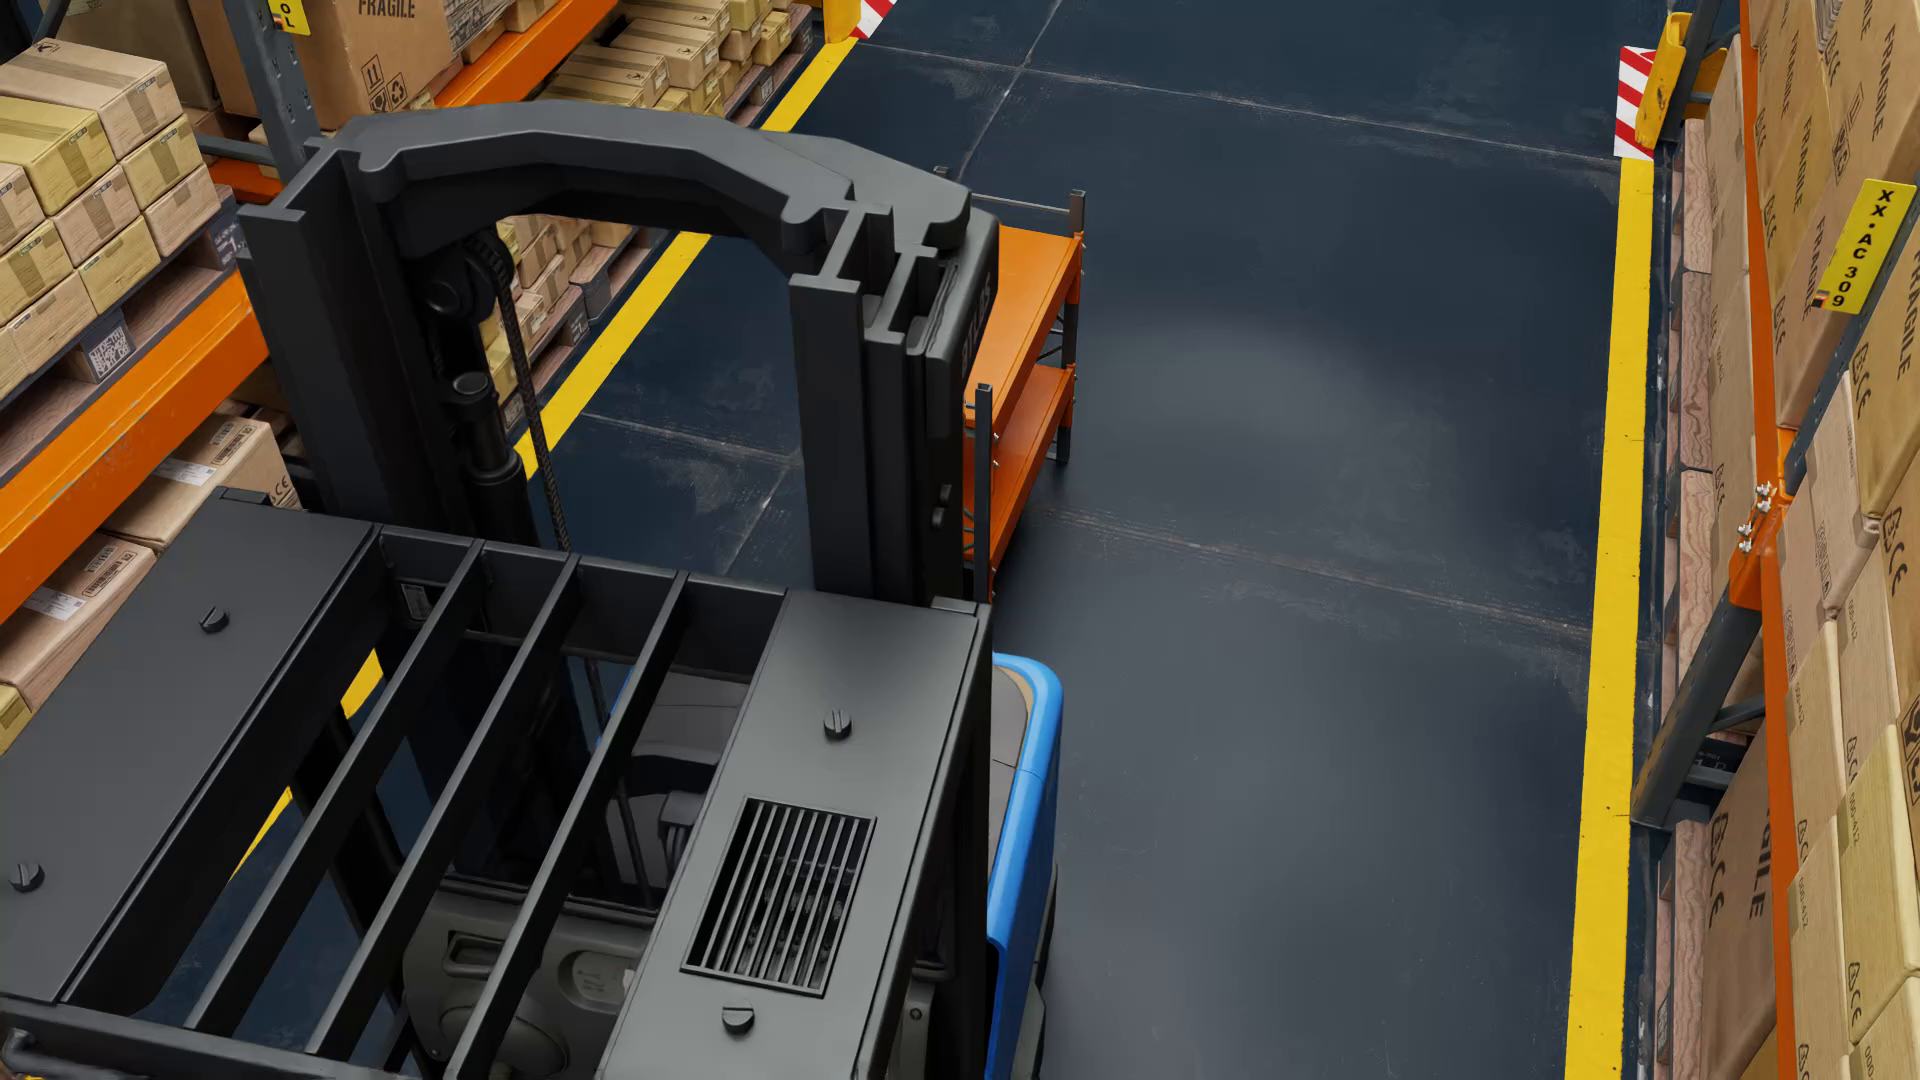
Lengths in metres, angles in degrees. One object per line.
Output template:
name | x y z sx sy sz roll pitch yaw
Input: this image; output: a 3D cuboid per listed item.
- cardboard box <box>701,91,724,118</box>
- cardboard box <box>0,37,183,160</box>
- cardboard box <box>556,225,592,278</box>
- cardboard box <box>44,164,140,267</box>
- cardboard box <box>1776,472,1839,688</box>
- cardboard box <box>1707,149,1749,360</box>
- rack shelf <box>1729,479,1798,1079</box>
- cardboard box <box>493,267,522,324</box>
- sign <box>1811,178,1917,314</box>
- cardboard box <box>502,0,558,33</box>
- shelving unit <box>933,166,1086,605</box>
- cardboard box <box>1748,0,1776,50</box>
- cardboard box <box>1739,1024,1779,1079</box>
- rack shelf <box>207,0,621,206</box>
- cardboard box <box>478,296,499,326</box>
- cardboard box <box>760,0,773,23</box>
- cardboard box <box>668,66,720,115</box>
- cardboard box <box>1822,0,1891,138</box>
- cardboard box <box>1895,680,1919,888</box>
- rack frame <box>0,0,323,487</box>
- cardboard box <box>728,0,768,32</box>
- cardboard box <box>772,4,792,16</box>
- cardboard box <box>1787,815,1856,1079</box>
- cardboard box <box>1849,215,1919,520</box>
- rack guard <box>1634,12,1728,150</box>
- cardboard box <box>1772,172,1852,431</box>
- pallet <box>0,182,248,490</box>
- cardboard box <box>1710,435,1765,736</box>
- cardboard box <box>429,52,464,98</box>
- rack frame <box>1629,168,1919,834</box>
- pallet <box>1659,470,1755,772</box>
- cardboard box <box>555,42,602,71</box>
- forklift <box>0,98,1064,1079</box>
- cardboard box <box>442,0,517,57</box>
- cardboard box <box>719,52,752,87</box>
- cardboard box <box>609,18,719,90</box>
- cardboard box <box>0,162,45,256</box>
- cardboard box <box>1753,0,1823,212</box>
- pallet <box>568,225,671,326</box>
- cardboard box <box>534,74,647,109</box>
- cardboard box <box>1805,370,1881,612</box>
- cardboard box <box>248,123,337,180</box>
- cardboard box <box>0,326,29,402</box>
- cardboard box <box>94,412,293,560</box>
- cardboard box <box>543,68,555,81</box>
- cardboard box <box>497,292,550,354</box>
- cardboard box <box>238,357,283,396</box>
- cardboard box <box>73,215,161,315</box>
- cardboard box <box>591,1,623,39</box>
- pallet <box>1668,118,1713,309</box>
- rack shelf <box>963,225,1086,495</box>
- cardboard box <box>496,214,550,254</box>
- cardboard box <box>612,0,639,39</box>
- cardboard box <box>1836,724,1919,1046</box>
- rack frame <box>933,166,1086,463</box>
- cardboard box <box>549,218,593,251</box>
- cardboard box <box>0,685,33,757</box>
cardboard box | -1.255 -1.854 7.238 0.380 0.149 0.250 11 45 11
cardboard box | -2.218 -1.117 4.201 0.380 0.149 0.250 15 46 14
cardboard box | -1.682 -1.179 6.549 0.380 0.149 0.250 11 45 11
cardboard box | -2.294 -0.837 4.127 0.380 0.149 0.250 13 46 13
cardboard box | 2.081 0.119 3.591 0.500 0.250 0.500 12 46 12
cardboard box | 3.303 -1.000 6.159 0.875 0.438 0.875 14 46 14
rack shelf | 1.860 1.418 2.670 1.077 0.370 4.000 13 46 13
cardboard box | -1.837 -0.922 6.073 0.380 0.149 0.250 12 46 12
sign | 1.936 -0.626 3.570 0.100 0.325 0.005 13 46 13
cardboard box | -1.620 -1.894 5.720 0.380 0.149 0.250 13 46 13
shelving unit | 0.002 -0.407 5.361 0.538 1.125 1.048 13 46 13
cardboard box | 2.960 -1.936 5.513 0.500 0.500 0.500 12 46 12
cardboard box | 2.088 1.471 3.321 0.875 0.875 0.875 14 46 14
rack shelf | -1.677 -2.229 6.398 1.077 0.370 4.000 13 46 13
cardboard box | -1.841 -0.854 5.790 0.380 0.149 0.250 15 46 14
cardboard box | -1.090 -2.482 7.667 0.380 0.149 0.250 12 46 12
cardboard box | -1.259 -1.950 7.123 0.380 0.149 0.250 13 46 13
cardboard box | 2.507 -1.275 4.121 0.500 0.500 0.500 12 46 12
cardboard box | 1.776 0.346 2.465 0.500 0.500 0.500 11 46 12
rack frame | -2.283 -1.153 4.784 1.000 3.000 0.127 13 46 13
cardboard box | -1.078 -2.402 7.372 0.380 0.149 0.250 12 46 12
cardboard box | -1.032 -2.555 7.955 0.380 0.149 0.250 13 46 13
cardboard box | 1.755 0.802 2.892 0.500 0.250 0.500 12 46 12
cardboard box | 2.058 -0.333 3.159 0.500 0.500 0.500 13 46 13
rack guard | 3.684 -1.961 7.396 1.175 0.500 0.348 13 46 13
cardboard box | 2.362 -0.571 4.117 0.500 0.500 0.500 13 46 13
pallet | -2.653 -0.606 4.362 1.003 0.211 1.213 13 46 13
cardboard box | 2.758 0.198 4.935 0.875 0.438 0.875 12 46 12
cardboard box | -1.847 -1.560 5.379 0.380 0.149 0.250 11 45 11
rack frame | 2.466 -0.172 3.781 1.000 3.000 0.127 13 46 13
pallet | 2.770 0.334 5.257 1.003 0.211 1.213 13 46 13
cardboard box | -1.772 -2.064 7.240 0.380 0.149 0.250 11 45 11
forklift | -0.550 0.947 2.687 1.130 2.935 3.031 8 45 9
cardboard box | -1.750 -1.903 5.266 0.500 0.500 0.500 13 46 12
cardboard box | -1.175 -2.205 7.596 0.380 0.149 0.250 12 46 12
cardboard box | -1.245 -2.052 7.015 0.380 0.149 0.250 14 46 14
cardboard box | -2.379 -0.766 3.842 0.380 0.149 0.250 11 45 11
cardboard box | 2.651 -1.253 4.815 0.500 0.500 0.500 12 46 12
pallet | -1.745 -1.427 7.058 1.003 0.211 1.213 13 46 13
cardboard box | -1.483 -1.719 6.675 0.380 0.149 0.250 13 46 13
cardboard box | 2.064 -0.063 3.420 0.500 0.250 0.500 11 46 11
cardboard box | -1.885 -1.183 4.994 0.380 0.149 0.250 14 46 14
cardboard box | -2.446 -0.401 3.894 0.380 0.149 0.250 10 45 10
cardboard box | -2.267 -0.128 4.687 0.500 0.250 0.500 11 46 11
cardboard box | -1.933 -2.004 6.966 0.380 0.149 0.250 13 46 13
cardboard box | -1.760 -0.813 6.174 0.380 0.149 0.250 12 46 12
cardboard box | -2.490 -0.668 5.813 0.380 0.149 0.250 13 46 13
cardboard box | -2.292 -0.733 4.234 0.380 0.149 0.250 13 46 13
cardboard box | -1.717 -2.353 7.322 0.380 0.149 0.250 10 45 11
pallet | 3.509 -1.292 6.919 1.003 0.211 1.213 13 46 13
rack shelf | 0.002 -0.616 5.156 0.538 0.278 1.000 13 46 13
cardboard box | -1.754 -1.211 6.156 0.380 0.149 0.250 11 46 11
cardboard box | -1.601 -2.409 7.593 0.380 0.149 0.250 13 46 13
cardboard box | 1.754 0.621 2.721 0.500 0.250 0.500 13 46 13
rack frame | 0.156 -0.745 5.707 0.500 1.125 0.032 13 46 13
cardboard box | -1.647 -1.280 6.439 0.380 0.149 0.250 15 46 14
cardboard box | -2.582 0.567 3.976 0.500 0.250 0.500 11 45 11
